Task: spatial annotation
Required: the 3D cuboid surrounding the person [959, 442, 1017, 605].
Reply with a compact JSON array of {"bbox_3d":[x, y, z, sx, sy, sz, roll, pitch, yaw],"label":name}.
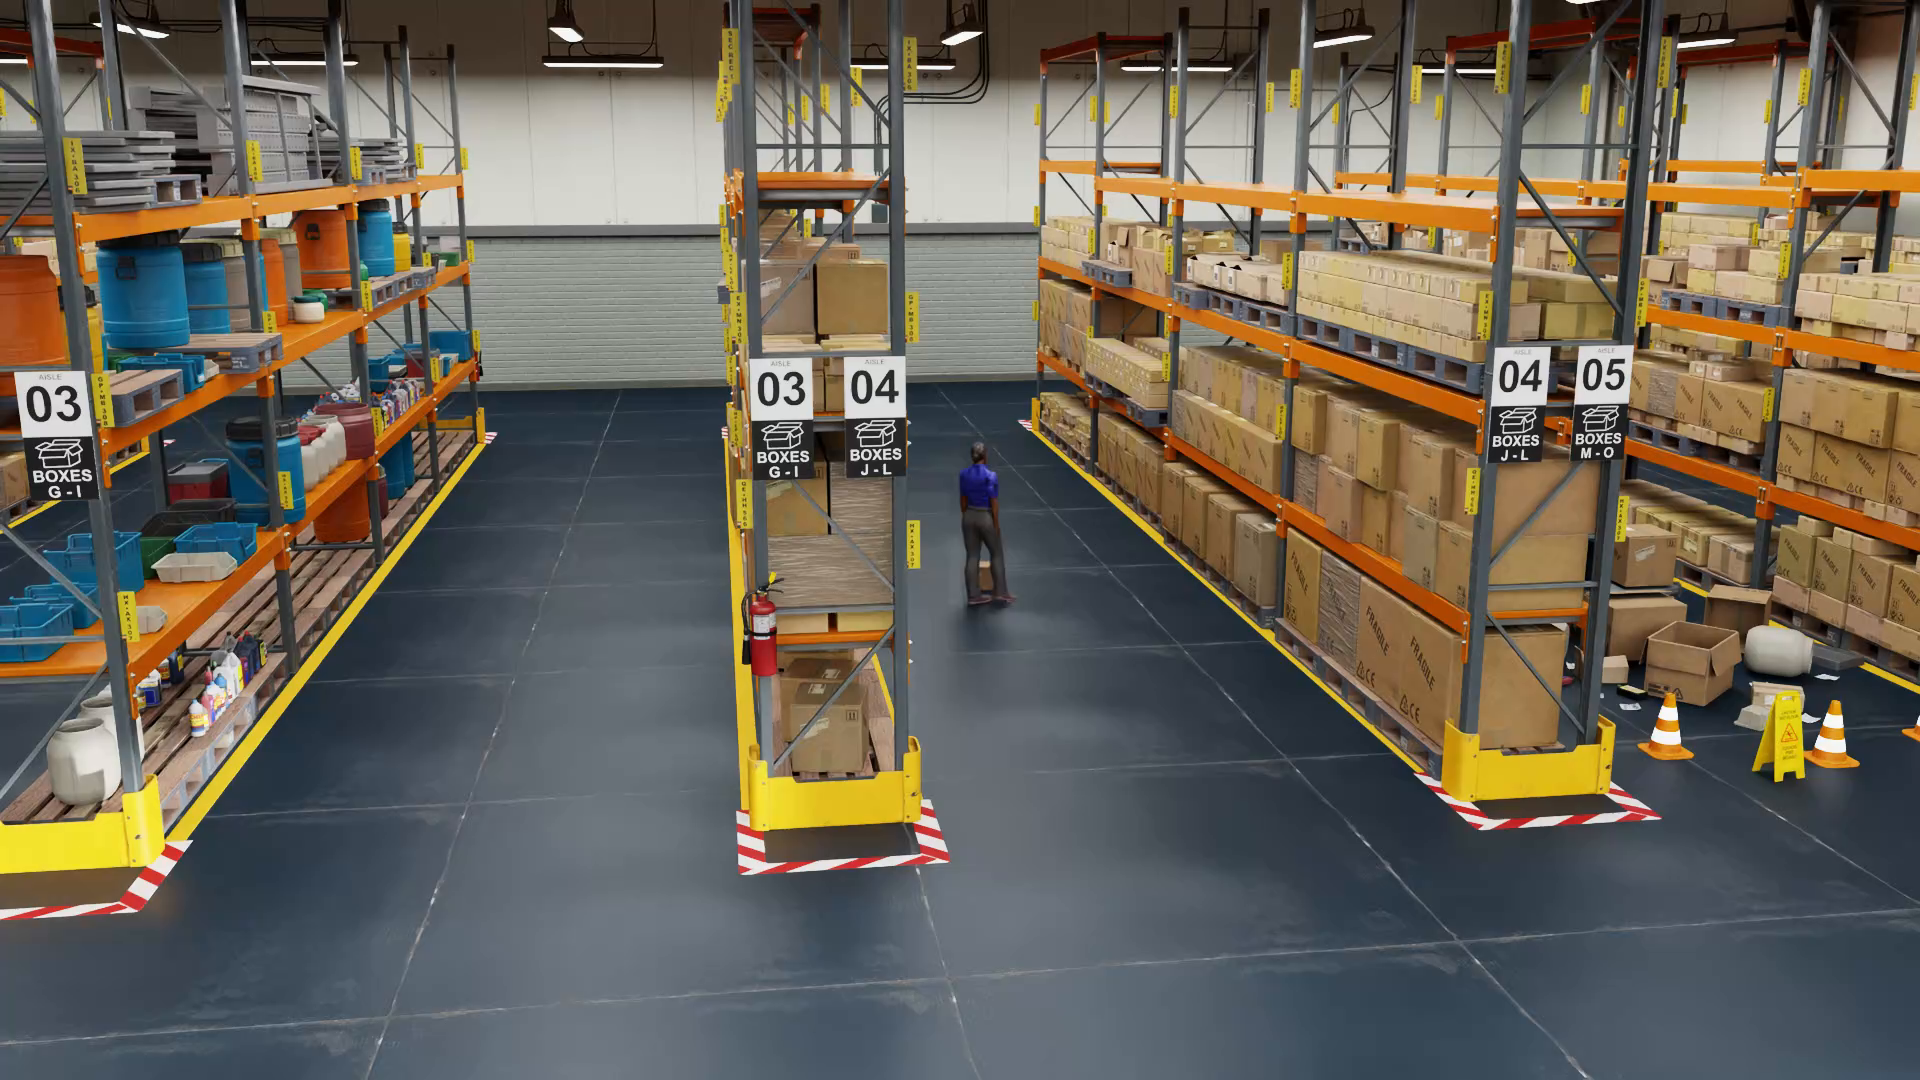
[{"bbox_3d":[0.273,-0.176,16.759,0.497,1.681,0.514,7,15,26],"label":"person"}]
